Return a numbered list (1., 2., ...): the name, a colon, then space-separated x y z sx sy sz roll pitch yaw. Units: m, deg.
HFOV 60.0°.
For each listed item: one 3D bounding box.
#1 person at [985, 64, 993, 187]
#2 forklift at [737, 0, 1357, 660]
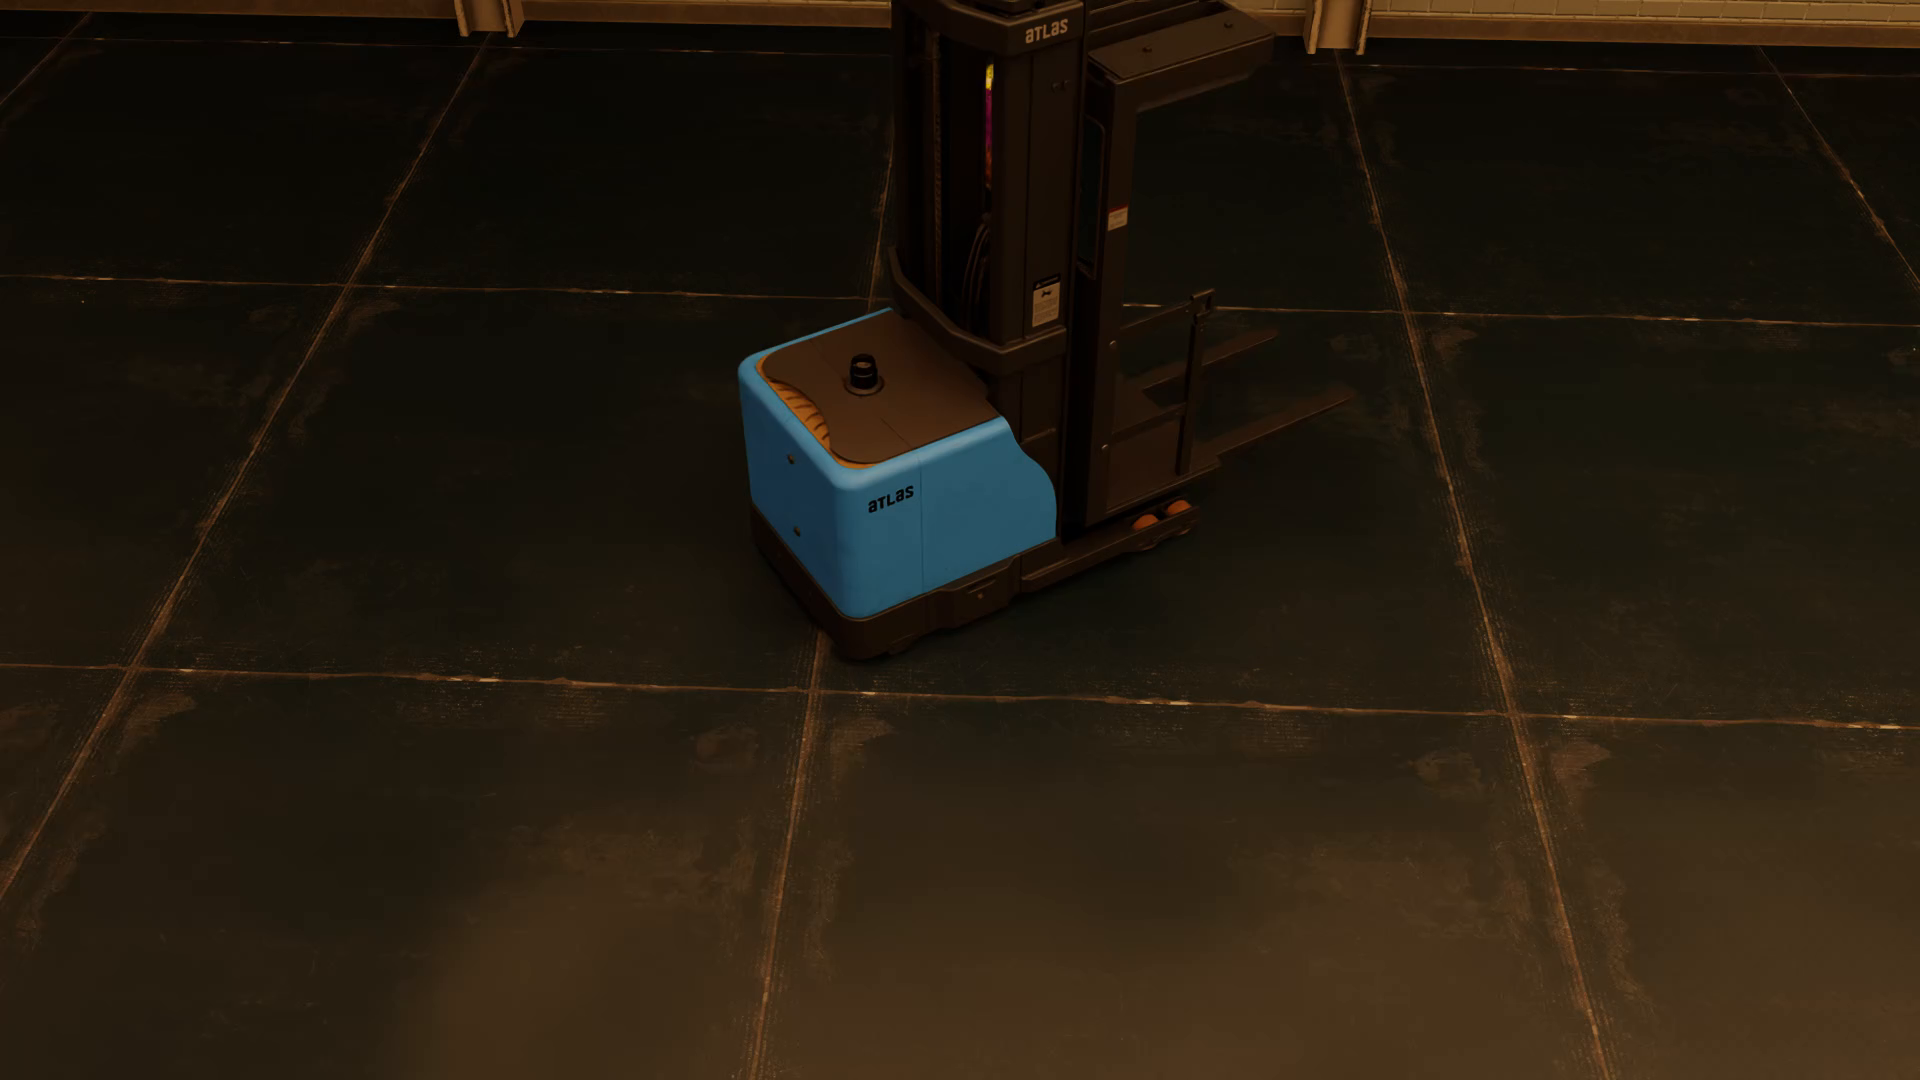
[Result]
1. person: 0.358 -1.868 8.644 0.569 1.768 0.668 9 43 10
2. forklift: 0.545 -1.318 7.186 3.031 2.935 1.130 -23 47 -23
